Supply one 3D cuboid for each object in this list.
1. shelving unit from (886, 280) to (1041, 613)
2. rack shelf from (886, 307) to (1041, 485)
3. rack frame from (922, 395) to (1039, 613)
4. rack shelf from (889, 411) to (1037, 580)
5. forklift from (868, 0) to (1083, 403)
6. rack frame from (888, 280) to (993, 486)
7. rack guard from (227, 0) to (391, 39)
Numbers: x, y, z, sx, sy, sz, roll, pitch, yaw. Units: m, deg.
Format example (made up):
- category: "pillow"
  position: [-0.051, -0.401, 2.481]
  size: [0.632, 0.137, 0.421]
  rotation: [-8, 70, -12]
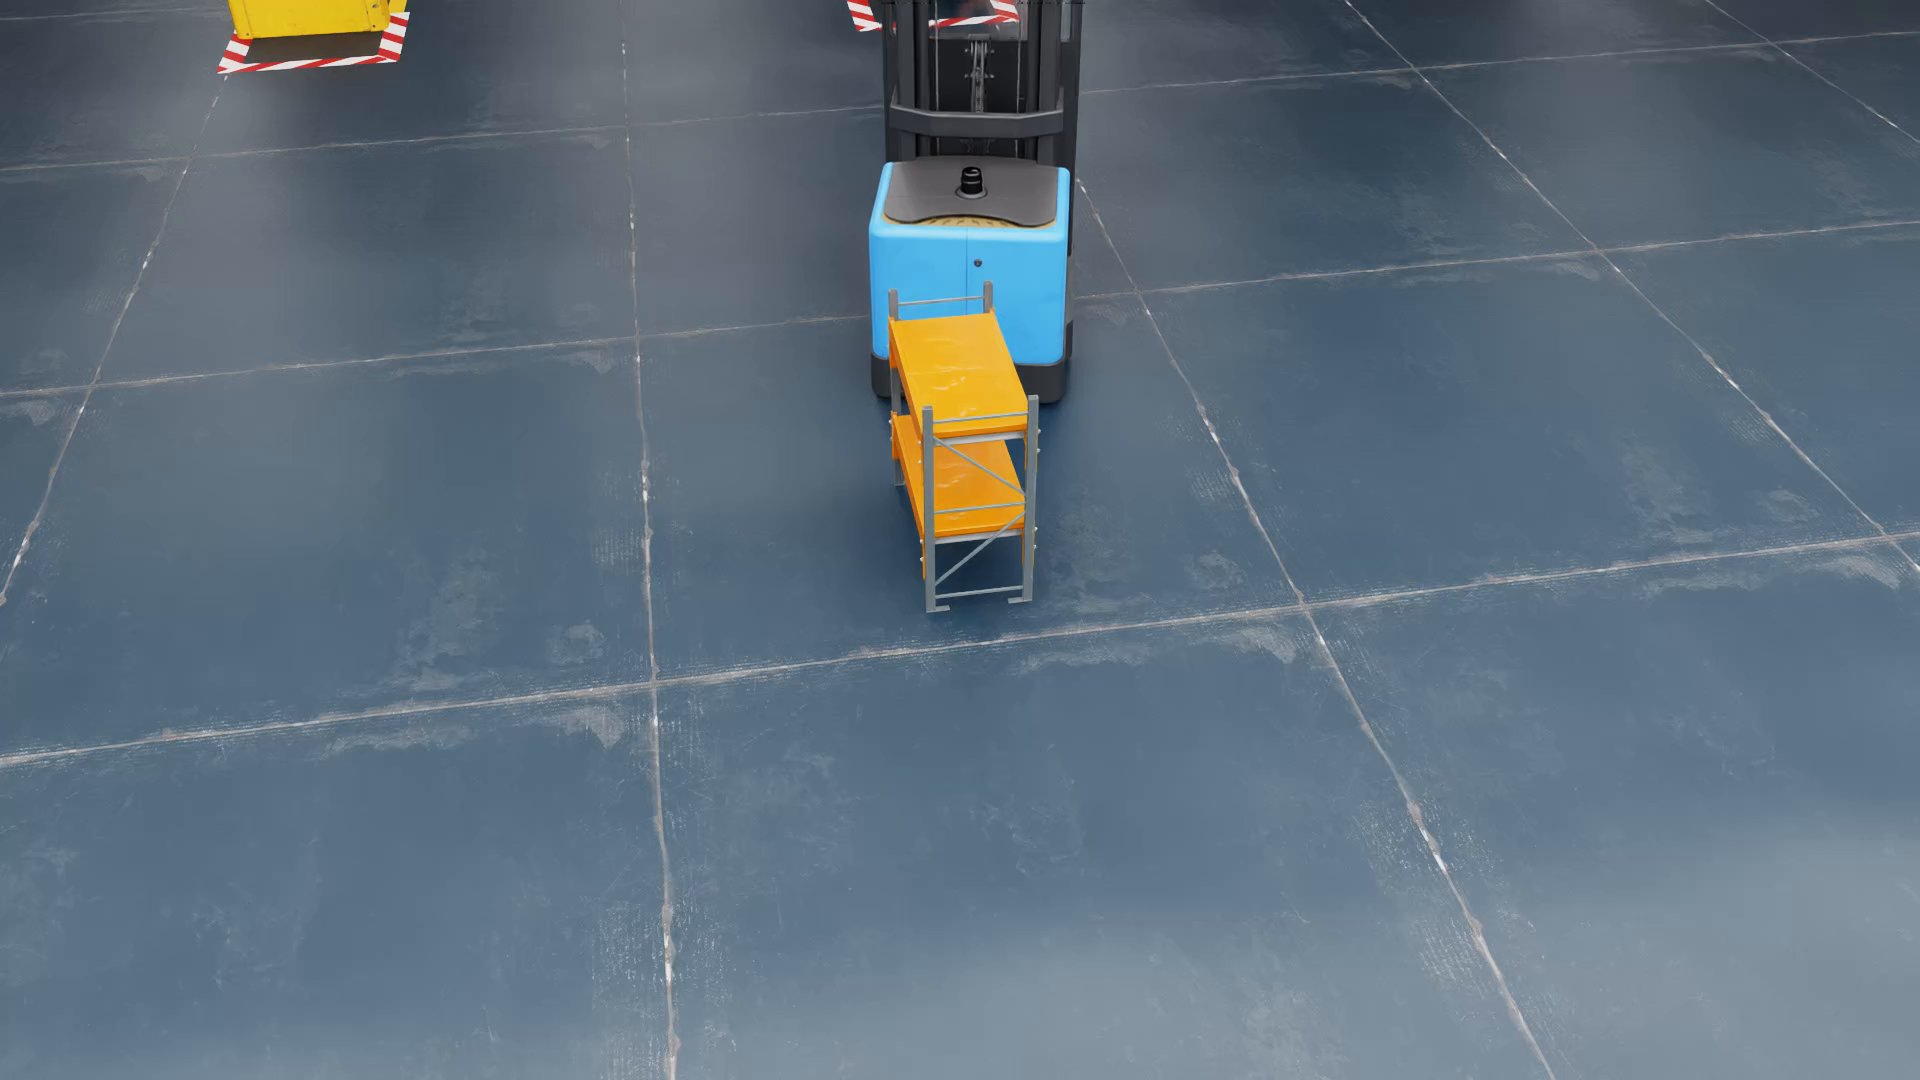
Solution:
- category: "shelving unit"
  position: [-0.001, -0.448, 7.810]
  size: [0.538, 1.125, 1.048]
  rotation: [-6, 38, -8]
- category: "rack shelf"
  position: [-0.001, -0.679, 7.631]
  size: [0.538, 0.278, 1.000]
  rotation: [-6, 38, -8]
- category: "rack frame"
  position: [0.088, -0.141, 7.415]
  size: [0.500, 1.125, 0.032]
  rotation: [-6, 38, -8]
- category: "rack shelf"
  position: [-0.001, -0.255, 7.960]
  size: [0.538, 0.278, 1.000]
  rotation: [-6, 38, -8]
- category: "forklift"
  position: [0.135, -2.785, 9.345]
  size: [1.130, 2.935, 3.031]
  rotation: [2, 38, 3]
- category: "rack frame"
  position: [-0.090, -0.755, 8.205]
  size: [0.500, 1.125, 0.032]
  rotation: [-6, 38, -8]
- category: "rack guard"
  position: [-5.242, -4.364, 13.360]
  size: [1.175, 0.500, 0.348]
  rotation: [-6, 38, -8]
